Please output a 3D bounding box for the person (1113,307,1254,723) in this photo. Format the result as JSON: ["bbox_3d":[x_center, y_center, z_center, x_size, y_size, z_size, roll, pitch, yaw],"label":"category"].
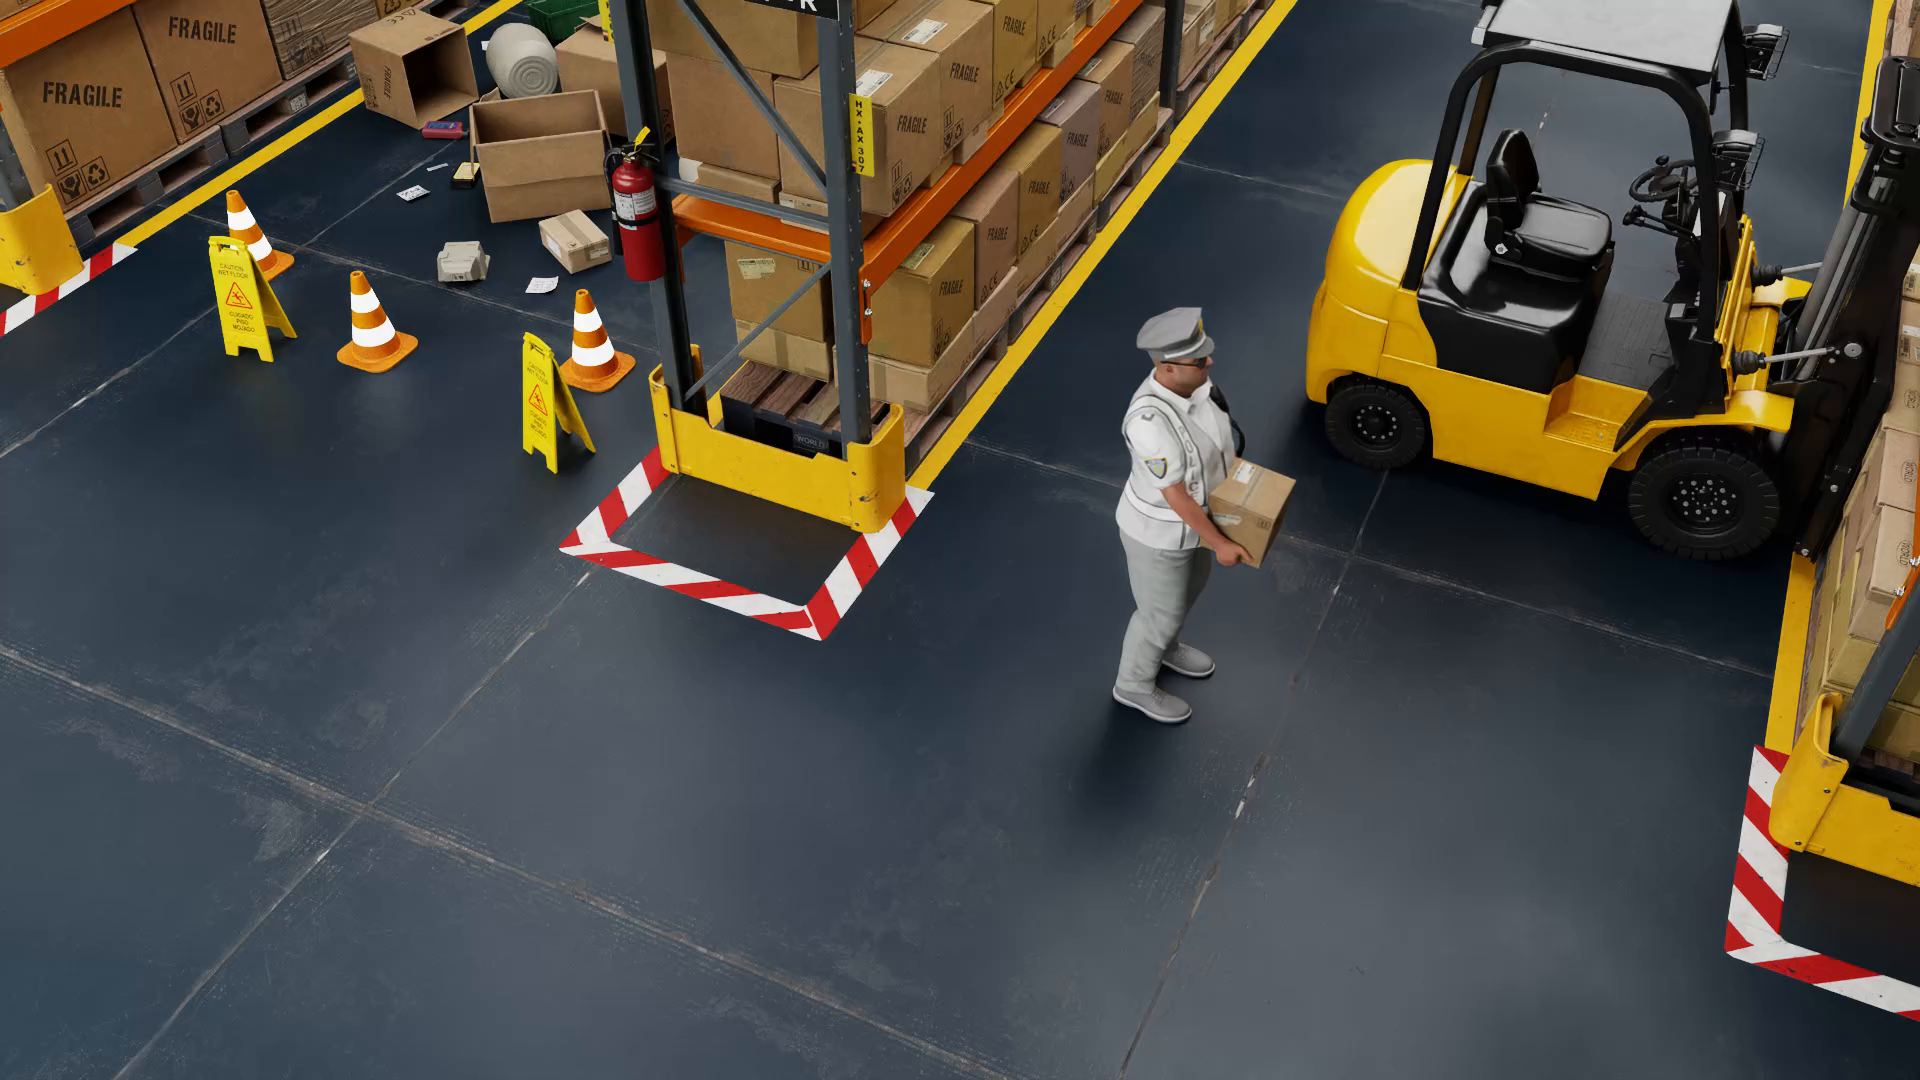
[{"bbox_3d":[0.876,-0.070,6.221,0.560,1.766,0.495,18,45,19],"label":"person"}]
